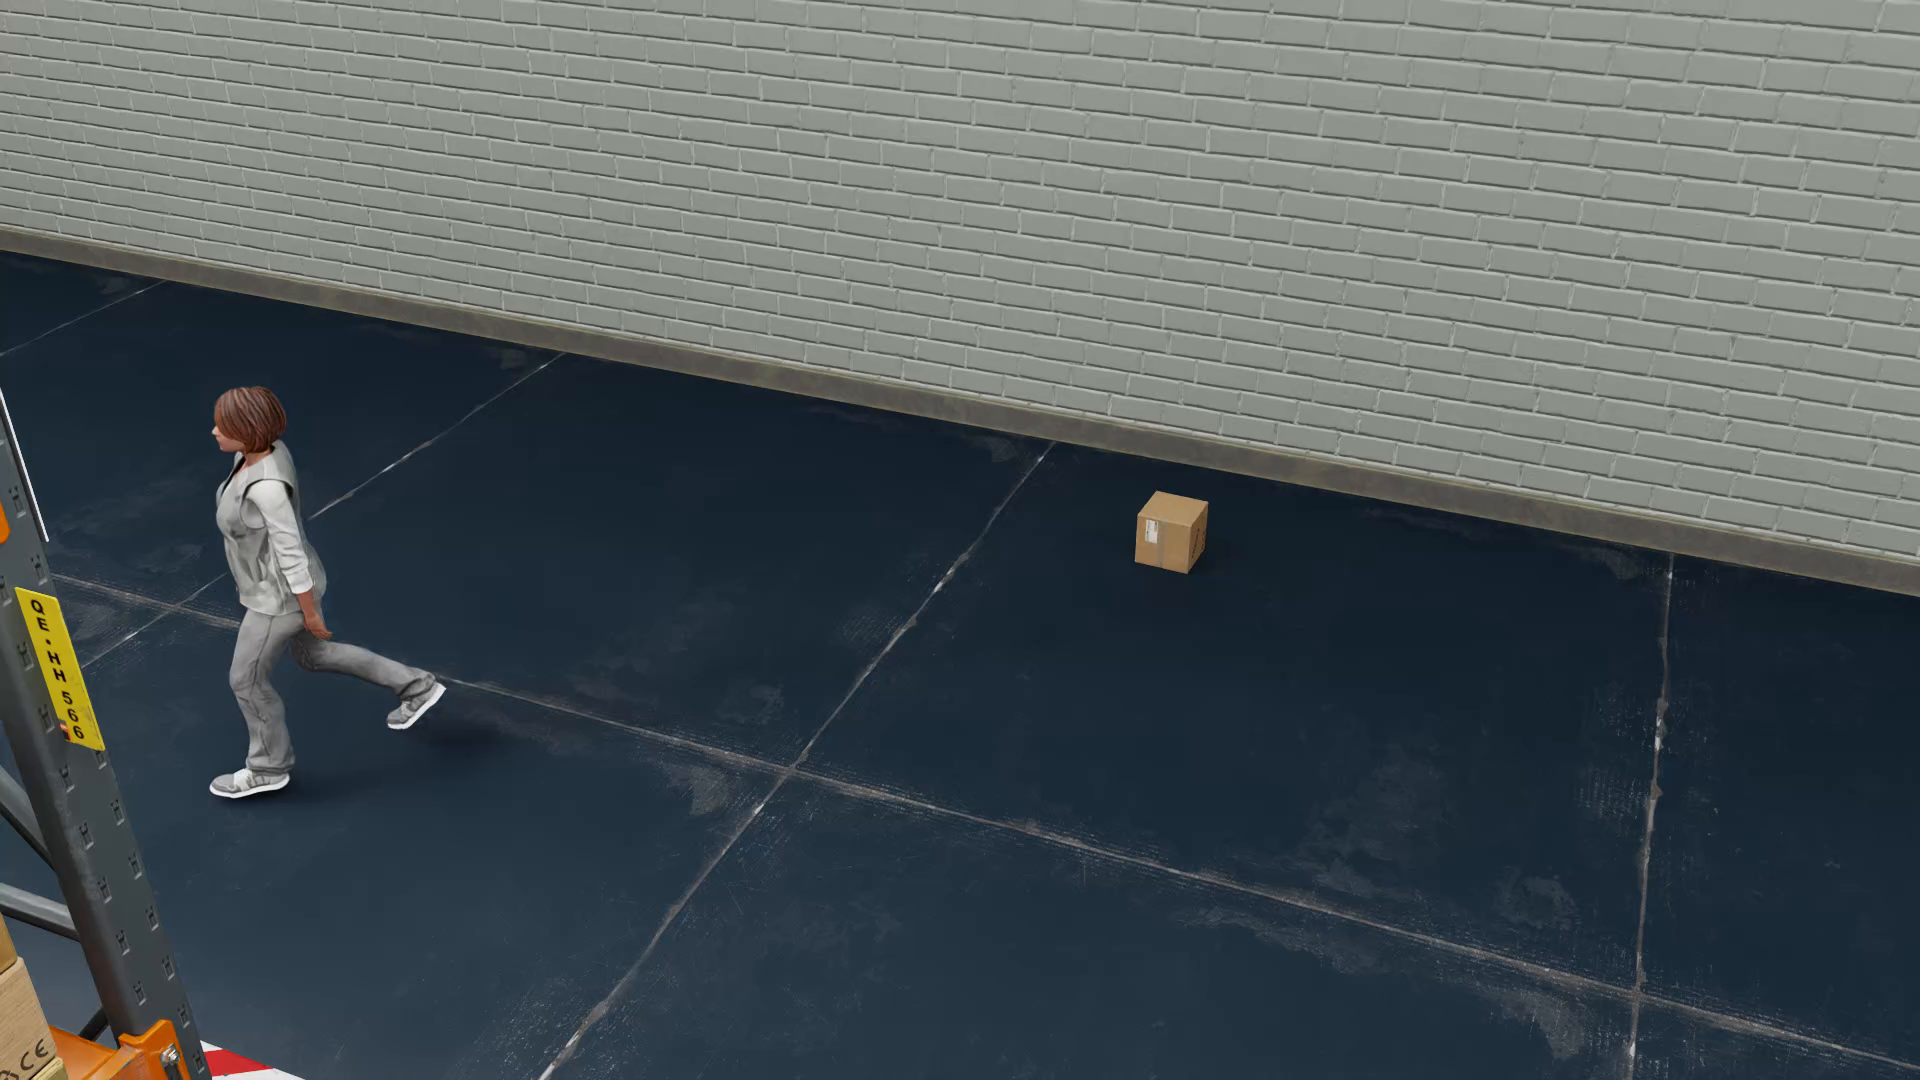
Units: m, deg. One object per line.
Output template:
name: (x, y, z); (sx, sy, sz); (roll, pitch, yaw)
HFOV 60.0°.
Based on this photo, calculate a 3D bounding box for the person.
person: (-2.381, -0.095, 5.662); (0.320, 0.936, 0.407); (-9, 31, -15)
